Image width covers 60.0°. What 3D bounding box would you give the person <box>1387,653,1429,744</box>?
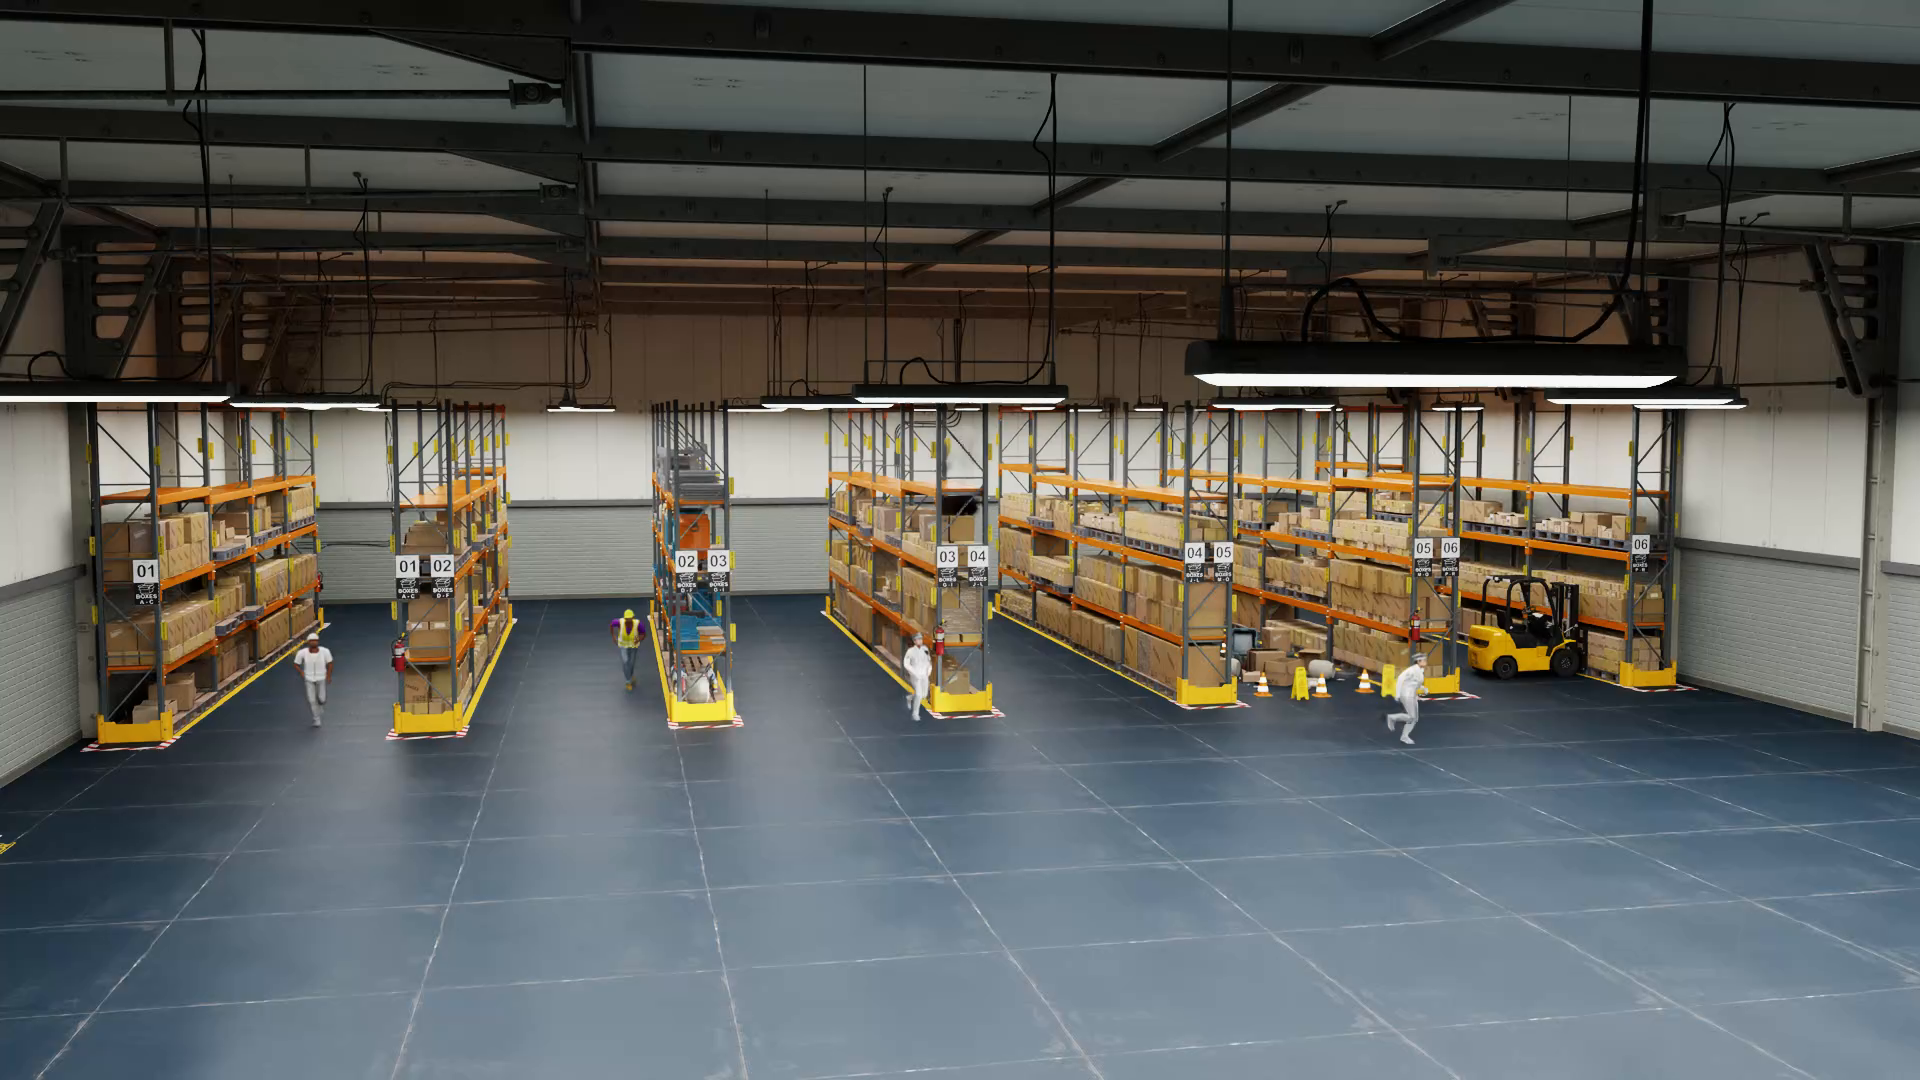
[{"bbox_3d":[7.827,2.749,29.068,0.694,1.621,0.609,3,5,32],"label":"person"}]

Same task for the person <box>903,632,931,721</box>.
[{"bbox_3d":[-0.801,2.552,31.309,0.640,1.671,0.605,-3,5,-35],"label":"person"}]

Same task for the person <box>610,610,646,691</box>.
[{"bbox_3d":[-6.954,2.279,34.911,0.746,1.715,1.060,-1,4,-9],"label":"person"}]

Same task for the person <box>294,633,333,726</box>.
[{"bbox_3d":[-11.909,2.562,30.662,0.687,1.709,0.603,-2,5,-24],"label":"person"}]
